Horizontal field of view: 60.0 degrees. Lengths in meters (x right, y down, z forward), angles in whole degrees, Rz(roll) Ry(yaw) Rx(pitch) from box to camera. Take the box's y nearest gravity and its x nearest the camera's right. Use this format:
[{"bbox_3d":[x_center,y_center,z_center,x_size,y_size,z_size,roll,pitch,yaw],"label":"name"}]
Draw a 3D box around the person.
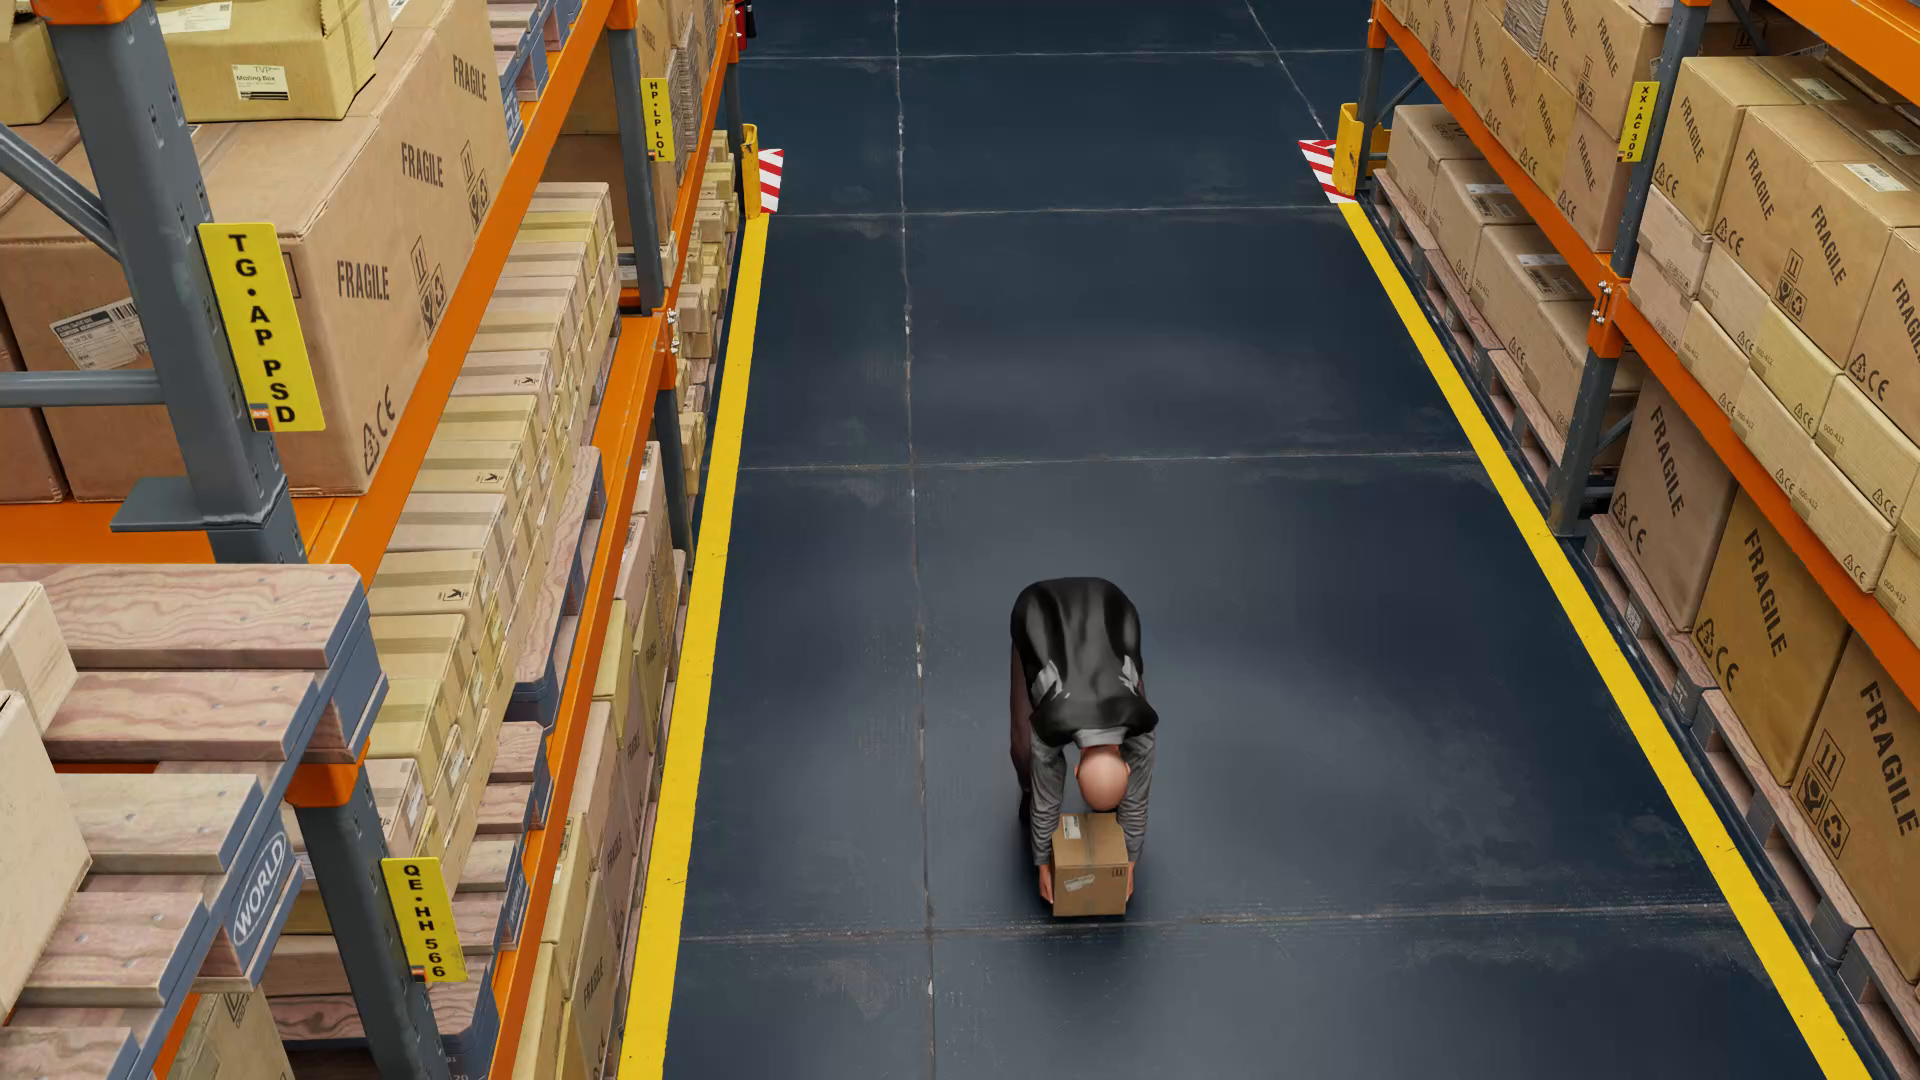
[{"bbox_3d":[0.437,0.692,5.841,0.513,0.960,0.944,-3,35,-4],"label":"person"}]
